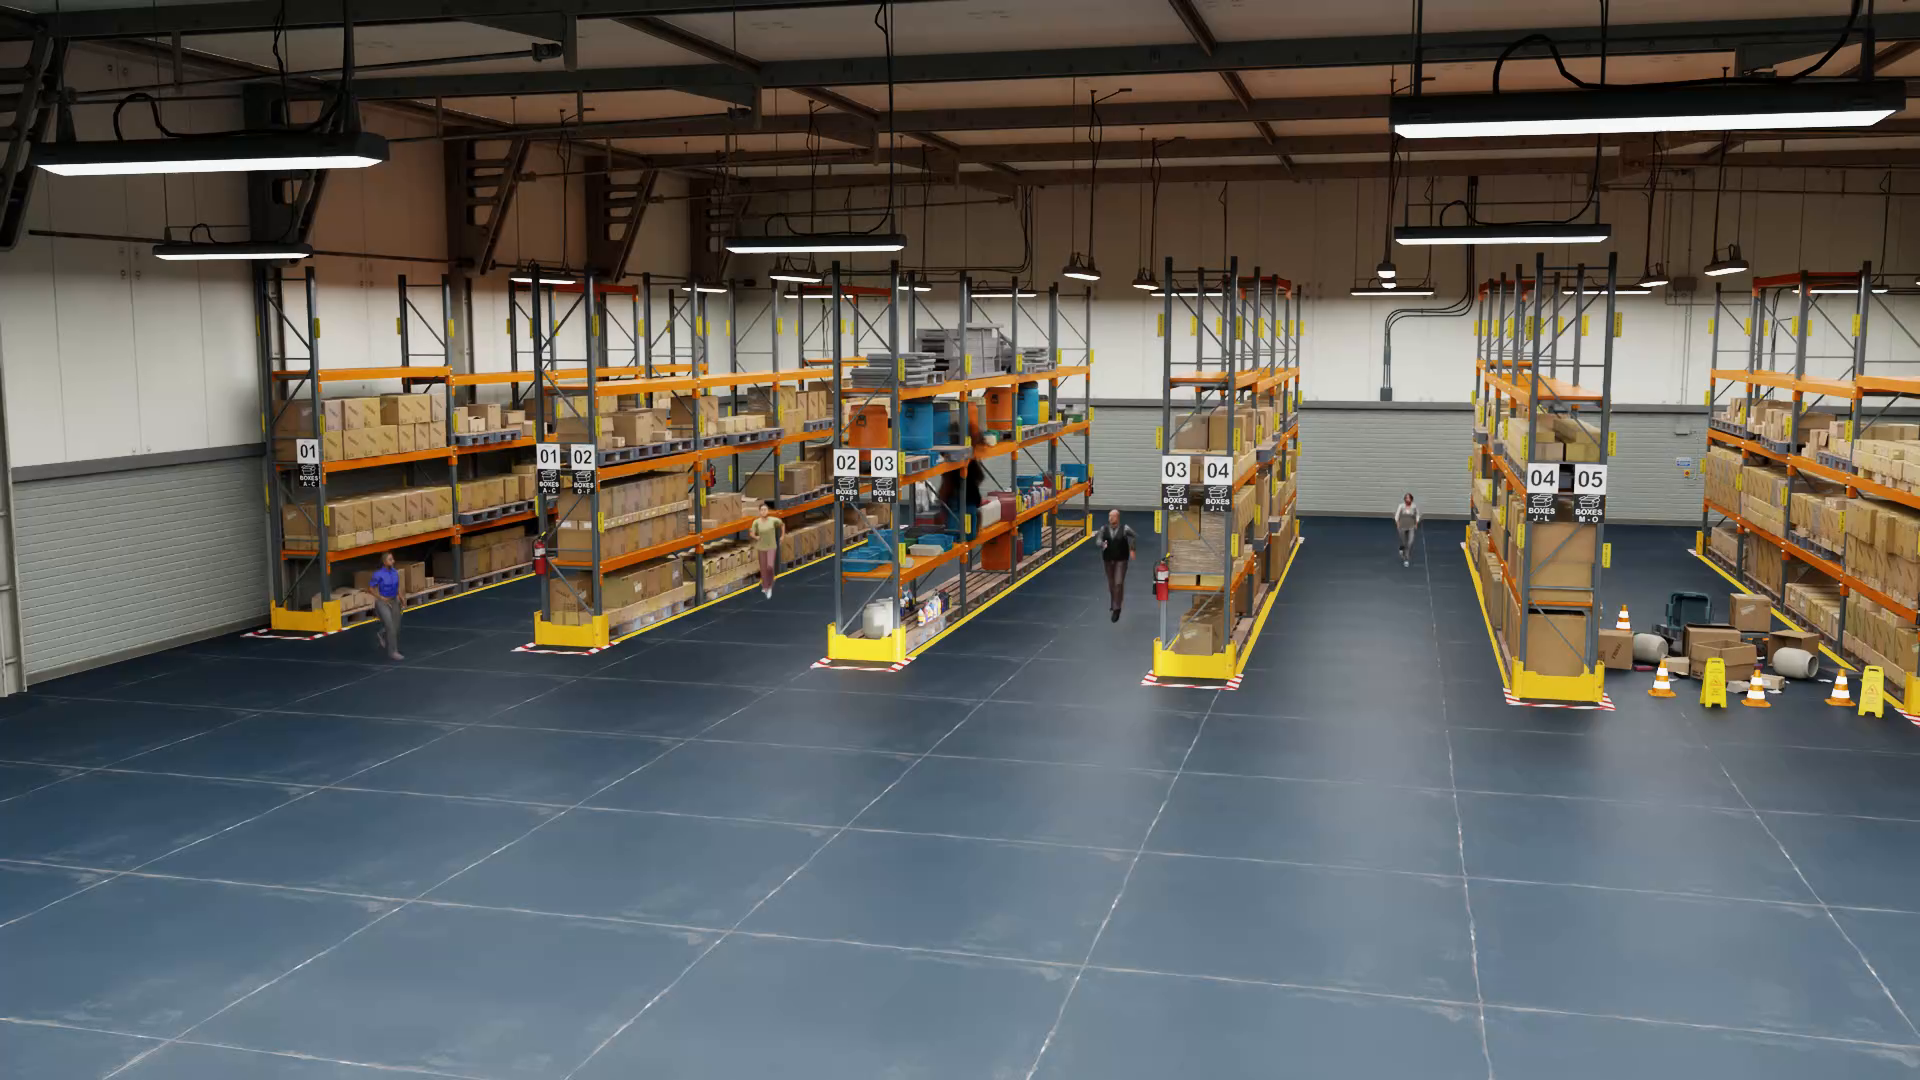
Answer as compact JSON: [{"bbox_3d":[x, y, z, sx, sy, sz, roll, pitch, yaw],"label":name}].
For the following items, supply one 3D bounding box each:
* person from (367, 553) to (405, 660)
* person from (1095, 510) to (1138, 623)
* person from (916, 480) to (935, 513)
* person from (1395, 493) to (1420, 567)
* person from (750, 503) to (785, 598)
[{"bbox_3d":[-8.752,1.006,25.335,0.592,1.637,0.581,4,8,29],"label":"person"},{"bbox_3d":[2.550,0.410,27.337,0.645,1.830,0.812,3,8,20],"label":"person"},{"bbox_3d":[-0.900,-0.810,39.242,0.573,1.744,0.832,1,7,9],"label":"person"},{"bbox_3d":[9.498,-0.234,35.337,0.520,1.560,0.639,1,7,9],"label":"person"},{"bbox_3d":[-3.391,0.189,29.261,0.573,1.681,0.780,0,7,4],"label":"person"}]
